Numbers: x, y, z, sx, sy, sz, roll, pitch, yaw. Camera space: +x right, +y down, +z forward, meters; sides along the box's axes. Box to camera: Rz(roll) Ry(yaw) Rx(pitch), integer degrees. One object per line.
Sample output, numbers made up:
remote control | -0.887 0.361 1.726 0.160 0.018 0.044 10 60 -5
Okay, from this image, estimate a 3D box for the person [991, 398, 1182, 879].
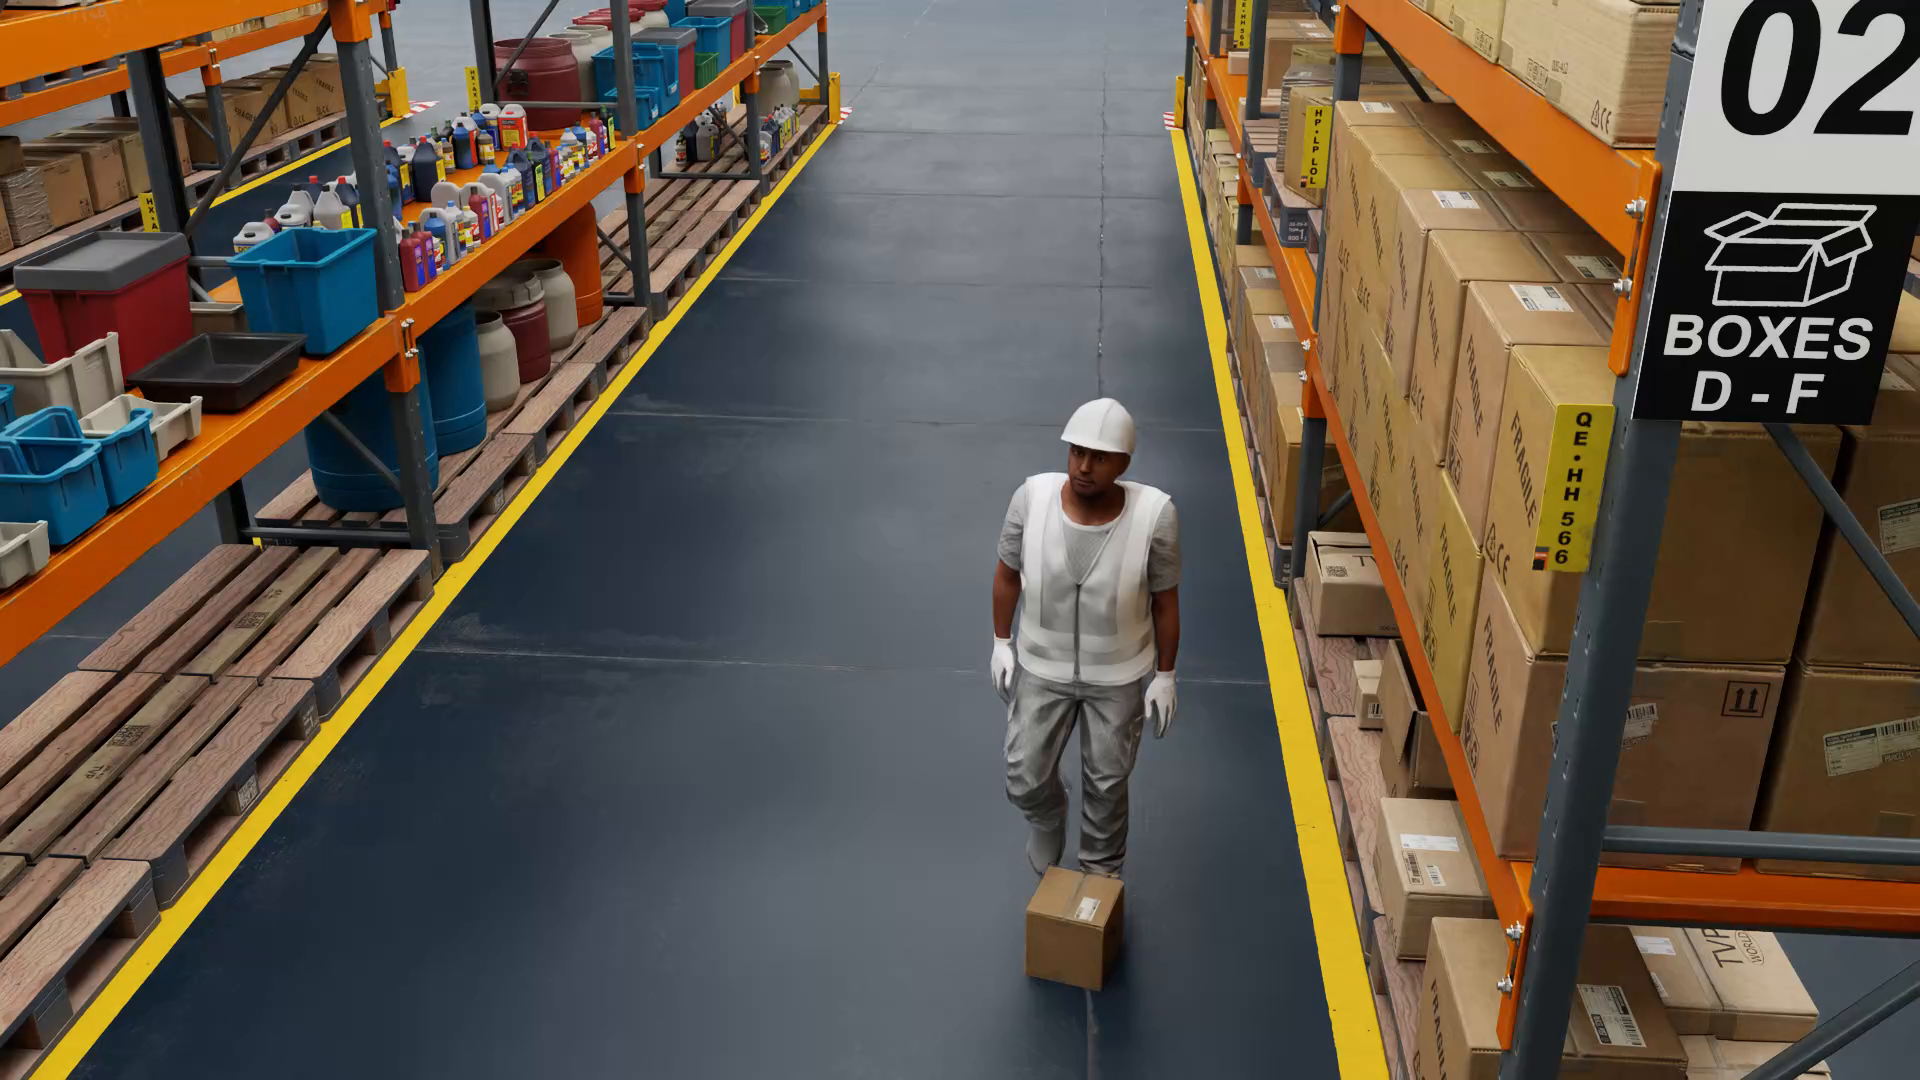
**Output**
person | 0.391 0.373 5.192 0.599 1.769 0.503 5 25 11
